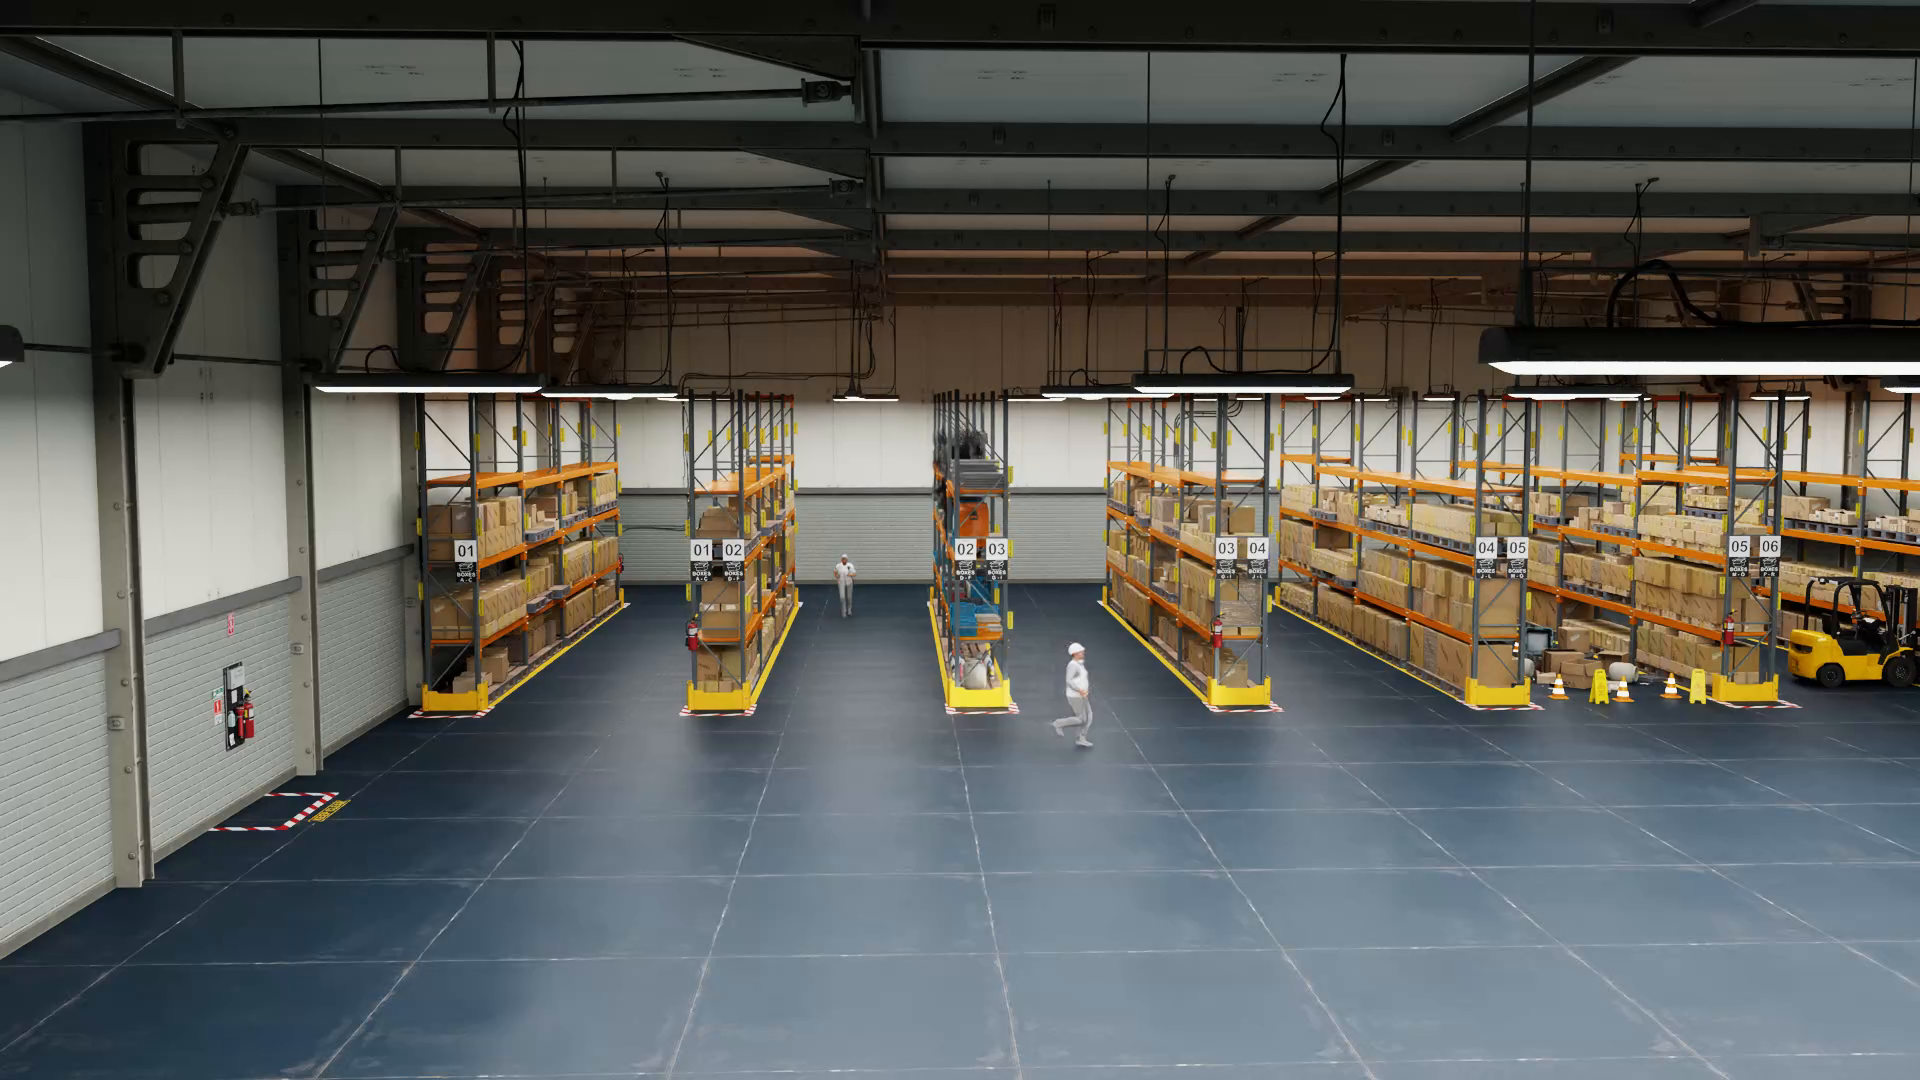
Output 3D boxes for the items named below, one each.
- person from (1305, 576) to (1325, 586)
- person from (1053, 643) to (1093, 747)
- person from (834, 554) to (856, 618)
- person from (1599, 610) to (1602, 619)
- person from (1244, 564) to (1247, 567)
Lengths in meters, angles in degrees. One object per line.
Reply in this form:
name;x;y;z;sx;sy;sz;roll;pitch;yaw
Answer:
person;10.357;0.881;48.929;0.760;1.712;0.806;-4;6;-43
person;1.914;2.596;27.908;0.674;1.741;0.647;1;5;15
person;-3.099;1.236;44.864;0.604;1.707;0.764;0;5;-6
person;16.415;1.293;43.299;0.622;1.805;0.942;-1;5;-8
person;8.313;0.995;48.009;0.667;1.670;0.838;3;5;31
